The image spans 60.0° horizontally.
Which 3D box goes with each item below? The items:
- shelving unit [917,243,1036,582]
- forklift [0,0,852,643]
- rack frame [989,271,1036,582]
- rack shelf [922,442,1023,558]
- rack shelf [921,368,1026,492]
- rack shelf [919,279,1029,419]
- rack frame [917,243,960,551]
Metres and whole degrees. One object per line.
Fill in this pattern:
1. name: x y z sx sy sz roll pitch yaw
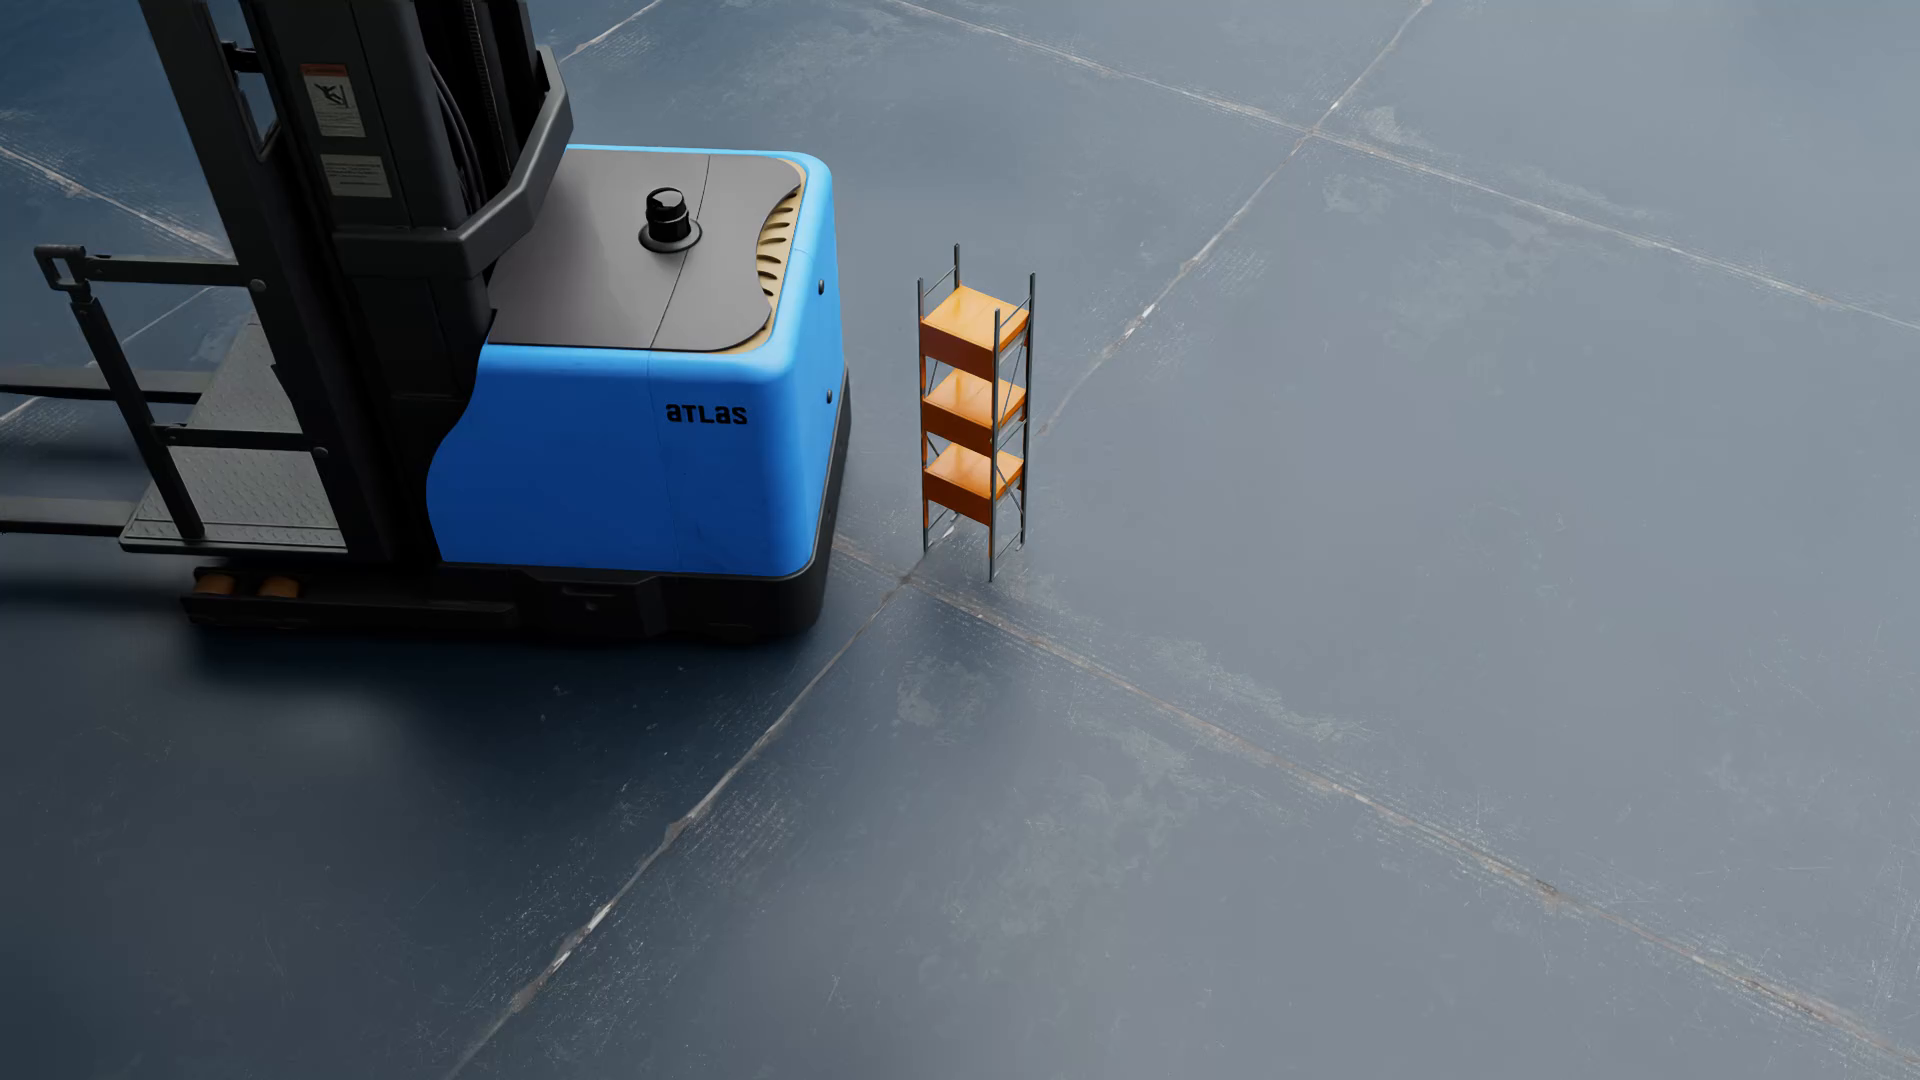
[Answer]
1. shelving unit: 0.045 -0.345 4.853 0.252 1.050 0.215 25 51 22
2. forklift: -1.900 -1.129 4.304 3.031 2.935 1.130 3 46 3
3. rack frame: 0.148 -0.298 4.807 0.008 1.050 0.200 25 51 22
4. rack shelf: 0.045 -0.144 5.060 0.240 0.259 0.215 25 51 22
5. rack shelf: 0.045 -0.338 4.861 0.240 0.259 0.215 25 51 22
6. rack shelf: 0.045 -0.536 4.657 0.240 0.259 0.215 25 51 22
7. rack frame: -0.058 -0.392 4.899 0.008 1.050 0.200 25 51 22
